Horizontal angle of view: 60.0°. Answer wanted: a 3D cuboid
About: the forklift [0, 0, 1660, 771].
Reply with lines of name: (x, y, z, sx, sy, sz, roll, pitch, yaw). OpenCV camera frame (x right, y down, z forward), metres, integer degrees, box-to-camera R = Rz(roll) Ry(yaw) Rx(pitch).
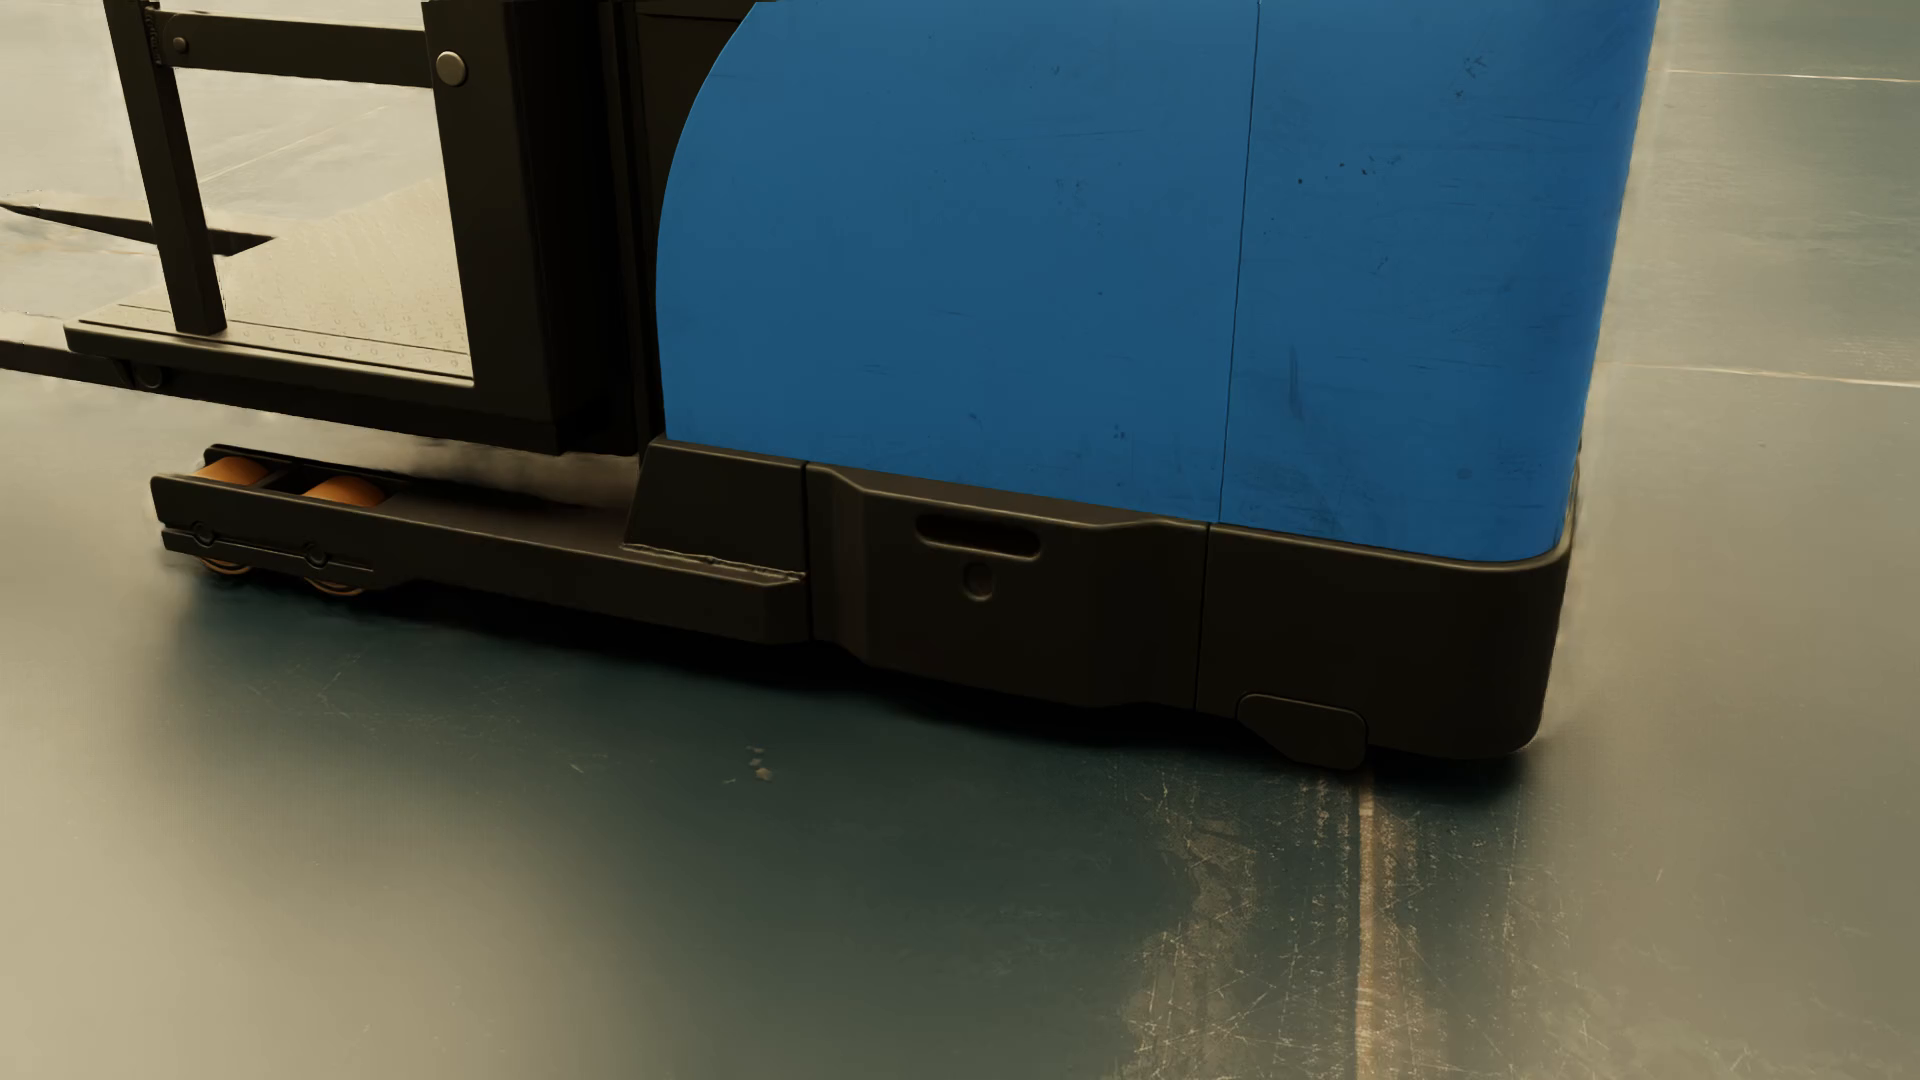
forklift: (-0.613, -1.441, 2.101, 3.031, 2.935, 1.130, 9, 28, 18)
